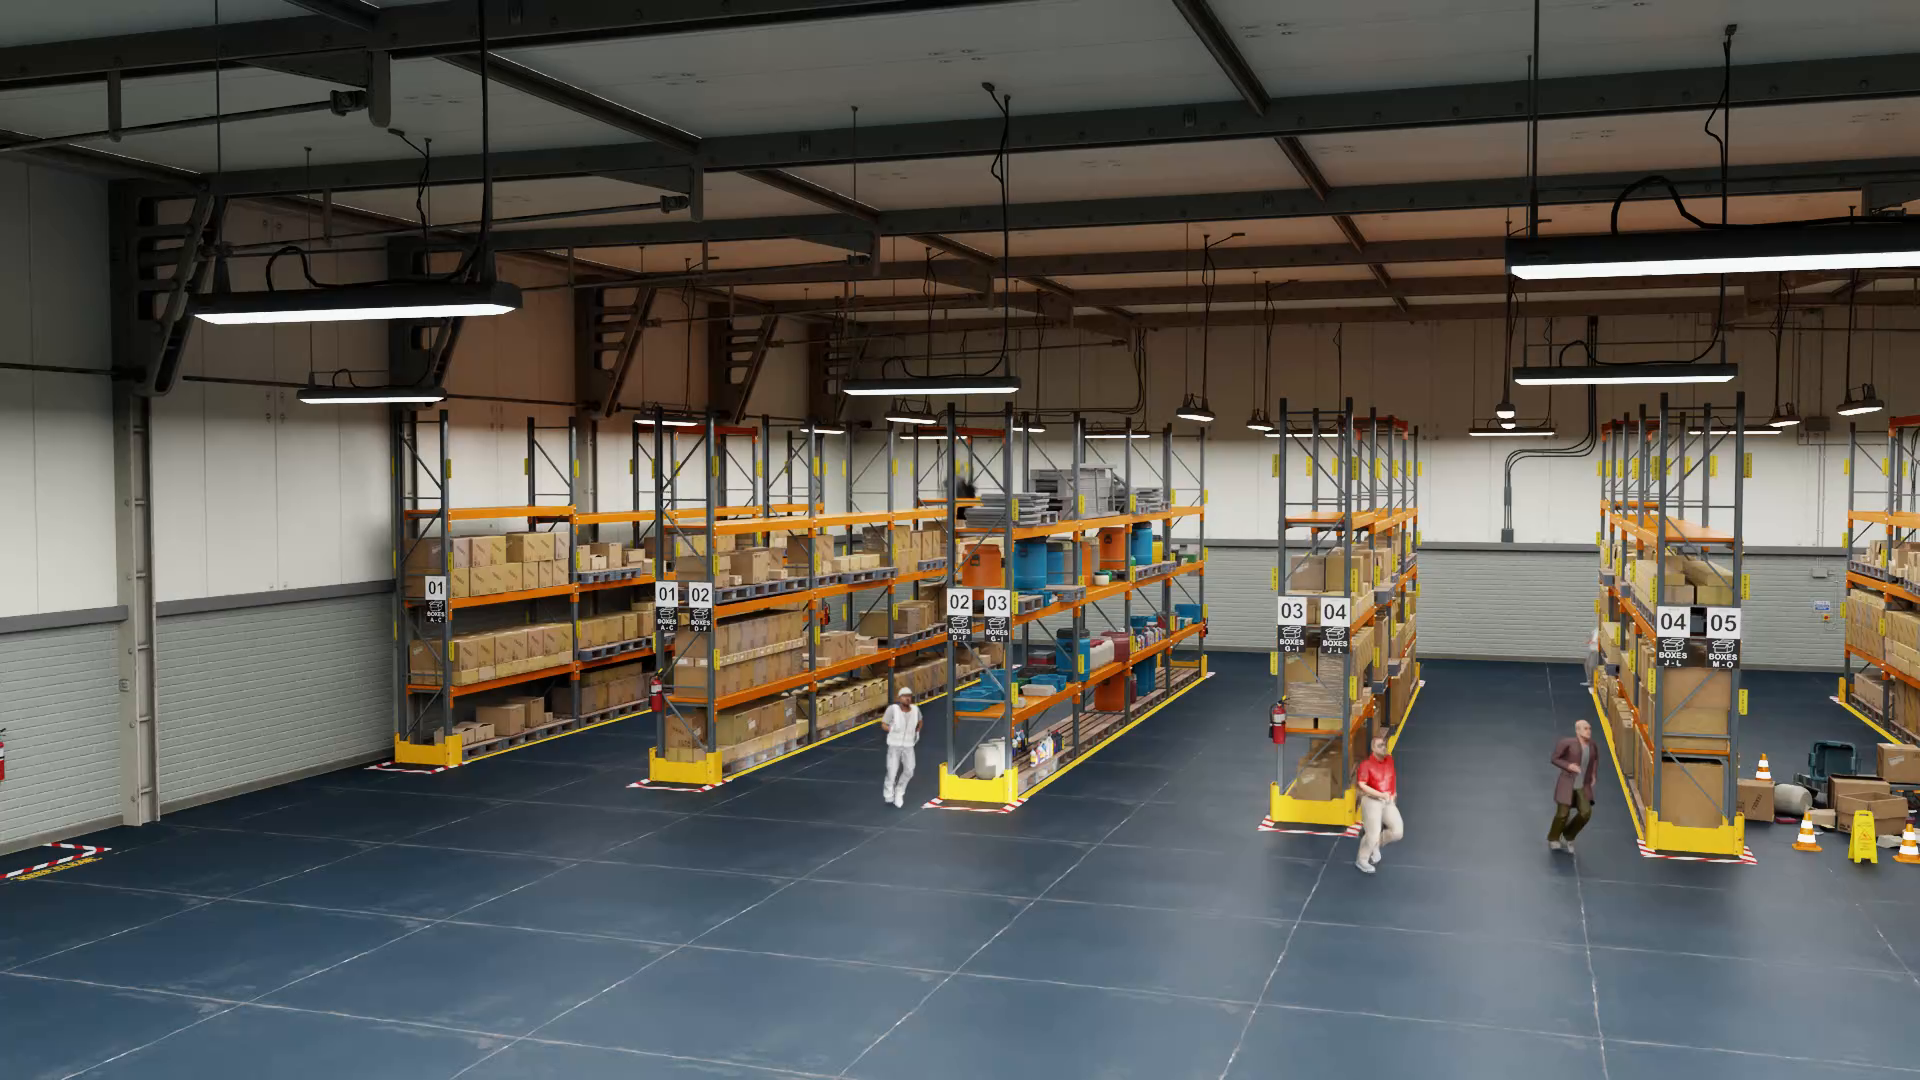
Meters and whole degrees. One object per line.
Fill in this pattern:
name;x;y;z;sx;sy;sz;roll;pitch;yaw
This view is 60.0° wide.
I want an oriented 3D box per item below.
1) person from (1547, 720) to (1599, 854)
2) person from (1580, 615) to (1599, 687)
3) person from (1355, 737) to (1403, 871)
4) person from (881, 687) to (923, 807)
person;8.051;3.217;21.635;0.714;1.750;0.695;0;2;-1
person;14.571;2.520;38.011;0.704;1.739;0.716;0;2;10
person;5.214;3.278;20.578;0.687;1.685;0.710;-1;3;-25
person;-0.833;3.073;24.646;0.683;1.780;0.678;-1;3;-15
